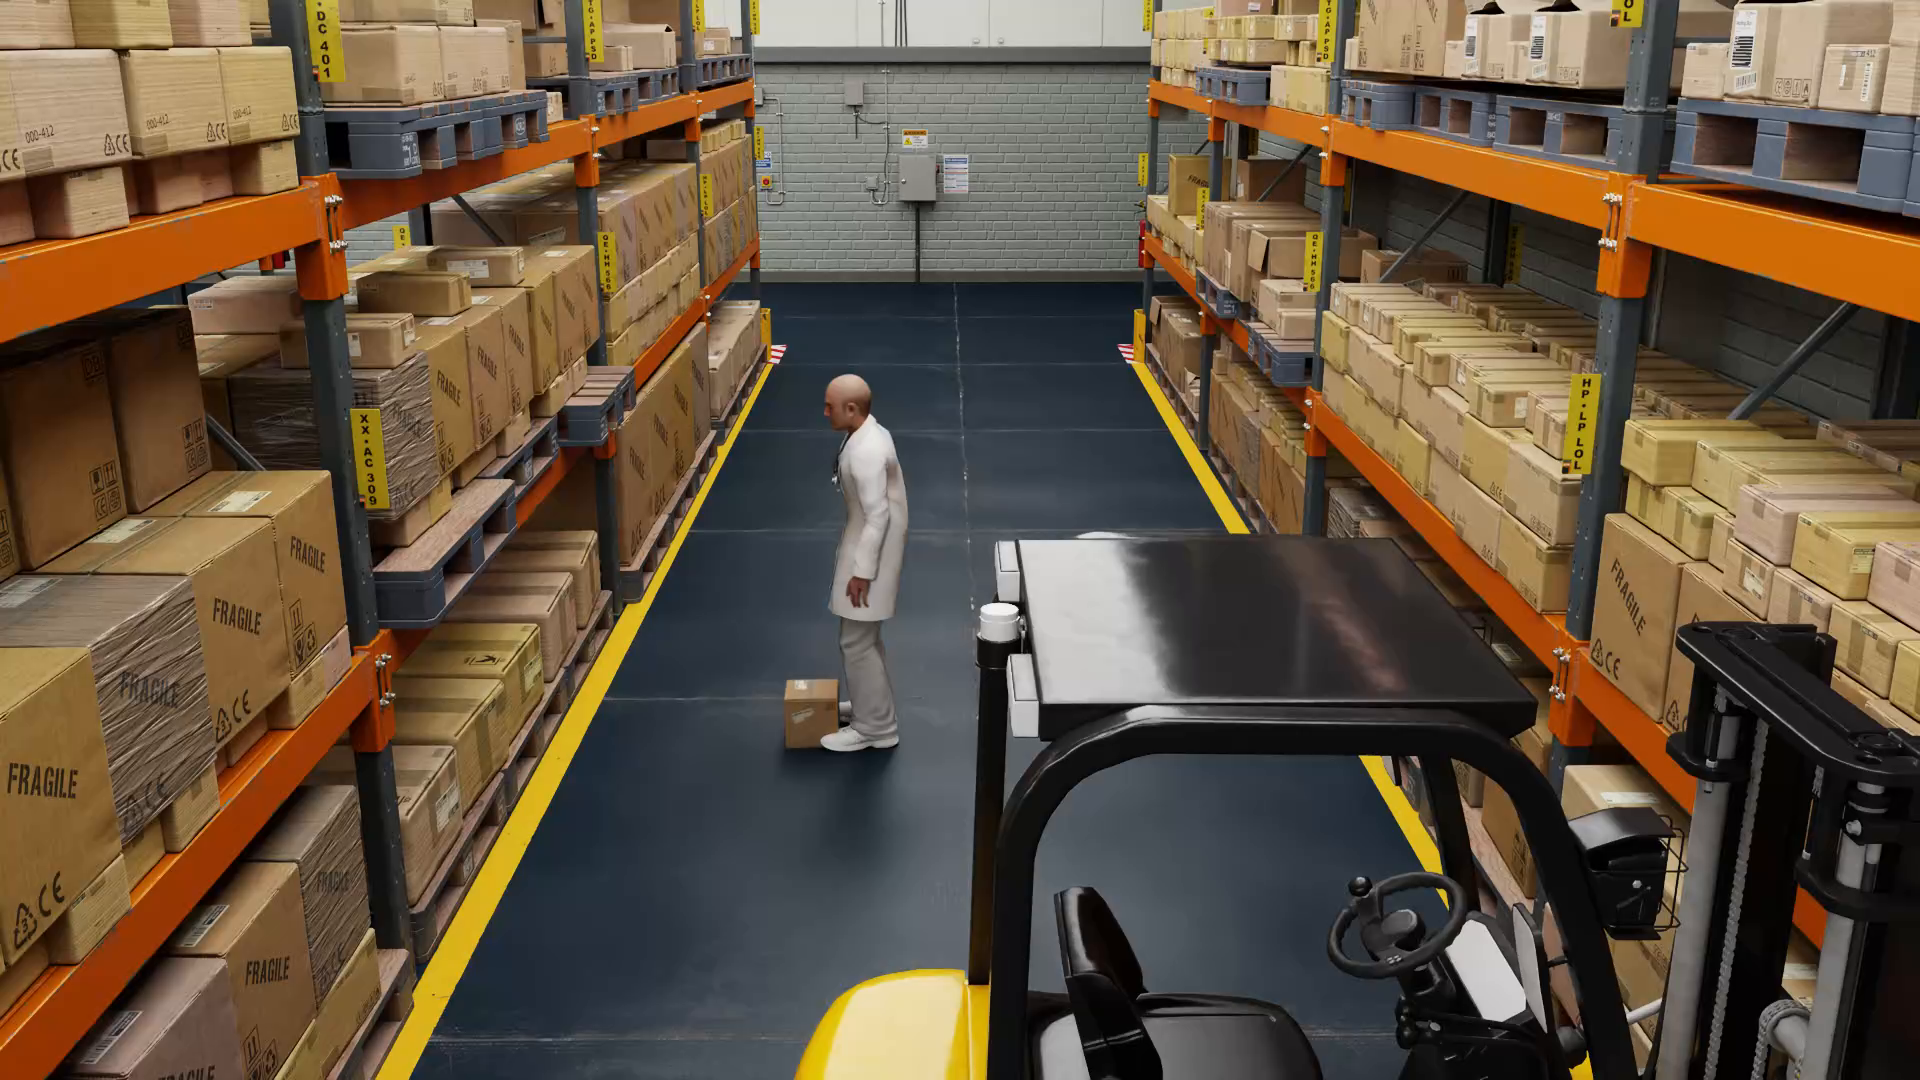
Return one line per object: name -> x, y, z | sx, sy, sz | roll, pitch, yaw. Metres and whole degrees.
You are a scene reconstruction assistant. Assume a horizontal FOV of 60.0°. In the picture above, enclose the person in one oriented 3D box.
person -> -0.454, 0.099, 7.746 | 0.428, 1.772, 0.640 | -1, 17, -3
